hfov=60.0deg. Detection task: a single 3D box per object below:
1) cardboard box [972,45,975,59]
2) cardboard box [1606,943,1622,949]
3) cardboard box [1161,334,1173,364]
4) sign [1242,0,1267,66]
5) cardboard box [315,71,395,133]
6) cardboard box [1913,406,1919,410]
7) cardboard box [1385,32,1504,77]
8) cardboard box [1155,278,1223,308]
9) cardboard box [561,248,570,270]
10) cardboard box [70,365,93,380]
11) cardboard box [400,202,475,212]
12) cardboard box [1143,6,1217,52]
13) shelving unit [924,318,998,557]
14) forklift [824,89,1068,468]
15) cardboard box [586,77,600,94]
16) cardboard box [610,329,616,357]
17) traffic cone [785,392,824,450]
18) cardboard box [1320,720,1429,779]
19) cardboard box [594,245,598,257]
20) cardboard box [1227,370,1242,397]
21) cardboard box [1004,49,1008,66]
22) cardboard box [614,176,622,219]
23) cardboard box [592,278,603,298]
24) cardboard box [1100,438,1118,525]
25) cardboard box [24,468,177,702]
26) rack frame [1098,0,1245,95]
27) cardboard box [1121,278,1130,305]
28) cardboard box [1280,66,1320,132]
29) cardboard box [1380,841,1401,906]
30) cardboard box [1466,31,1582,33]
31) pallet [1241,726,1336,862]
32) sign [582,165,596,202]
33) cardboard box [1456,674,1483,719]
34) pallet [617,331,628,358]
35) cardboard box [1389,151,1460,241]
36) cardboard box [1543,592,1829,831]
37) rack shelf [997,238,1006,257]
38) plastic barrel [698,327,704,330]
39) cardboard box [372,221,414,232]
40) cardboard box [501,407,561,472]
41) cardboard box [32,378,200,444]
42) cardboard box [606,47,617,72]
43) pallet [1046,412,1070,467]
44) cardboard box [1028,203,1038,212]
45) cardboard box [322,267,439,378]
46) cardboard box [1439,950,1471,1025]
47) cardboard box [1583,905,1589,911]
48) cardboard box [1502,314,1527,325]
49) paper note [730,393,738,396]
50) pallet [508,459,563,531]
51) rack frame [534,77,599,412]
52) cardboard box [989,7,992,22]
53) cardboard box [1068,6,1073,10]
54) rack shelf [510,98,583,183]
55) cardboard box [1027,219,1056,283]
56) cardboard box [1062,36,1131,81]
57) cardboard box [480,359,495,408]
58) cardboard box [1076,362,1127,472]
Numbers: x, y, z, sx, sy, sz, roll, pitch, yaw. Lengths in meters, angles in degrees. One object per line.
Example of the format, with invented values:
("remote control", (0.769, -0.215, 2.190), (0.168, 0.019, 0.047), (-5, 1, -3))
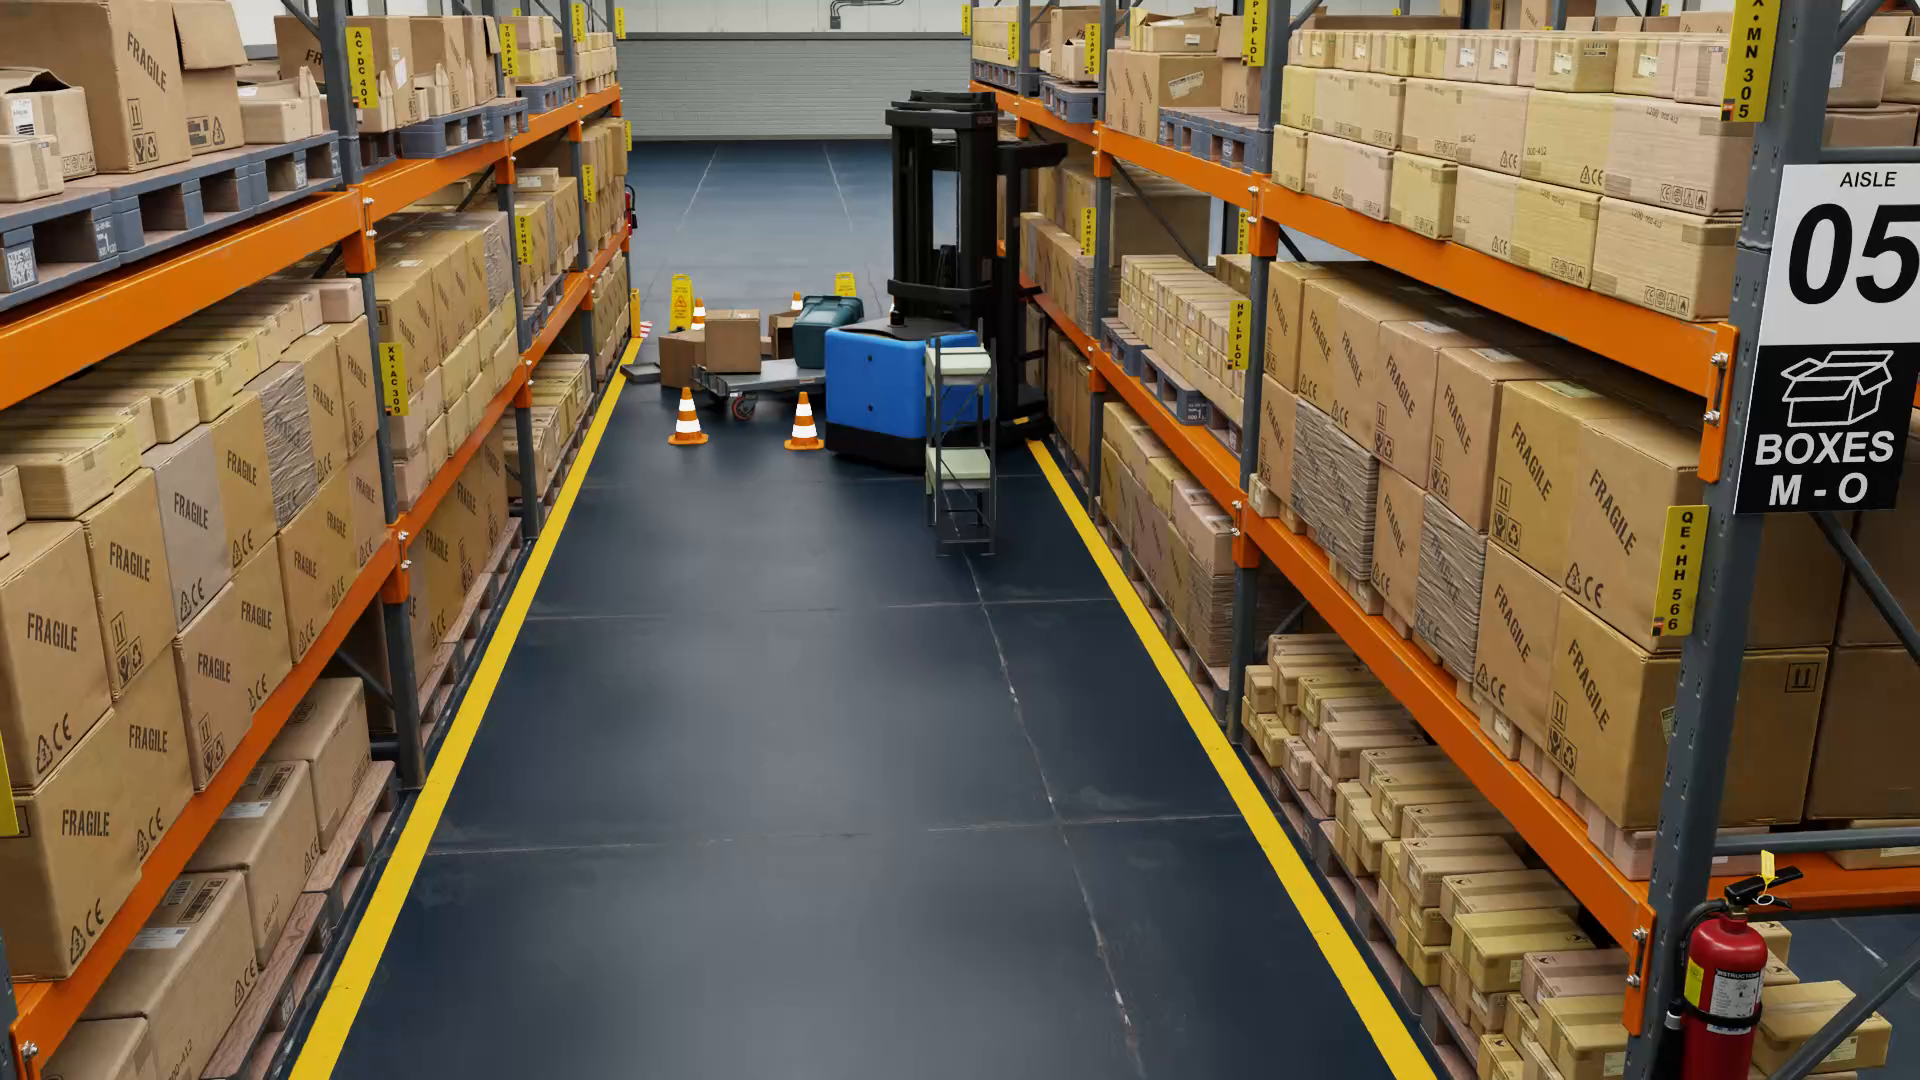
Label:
("cardboard box", (0.338, -5.447, 18.563), (0.380, 0.149, 0.250), (-2, 18, -5))
("cardboard box", (2.388, 1.468, 5.556), (0.380, 0.149, 0.250), (-2, 17, -5))
("cardboard box", (1.431, -1.162, 10.089), (0.380, 0.149, 0.250), (-2, 17, -5))
("sign", (1.308, -2.272, 7.377), (0.100, 0.325, 0.005), (-2, 18, -6))
("cardboard box", (-2.757, -1.969, 7.455), (0.396, 0.266, 0.258), (-2, 18, -6))
("cardboard box", (6.526, -0.454, 10.961), (1.225, 0.875, 0.875), (-2, 18, -5))
("cardboard box", (1.736, -1.725, 5.908), (0.380, 0.149, 0.250), (-1, 17, -3))
("cardboard box", (1.410, -1.524, 10.249), (0.380, 0.149, 0.250), (-1, 17, -3))
("cardboard box", (-3.449, -2.330, 13.809), (0.380, 0.149, 0.250), (-2, 18, -5))
("cardboard box", (-3.098, -0.595, 5.644), (0.380, 0.149, 0.250), (-2, 18, -6))
("cardboard box", (-3.907, -2.254, 12.484), (0.500, 0.500, 0.500), (-3, 18, -9))
("cardboard box", (1.333, -3.103, 10.100), (0.396, 0.266, 0.258), (-2, 18, -6))
("shelving unit", (-0.001, -0.718, 11.459), (0.431, 1.500, 0.755), (-2, 18, -6))
("forklift", (0.212, -2.339, 14.235), (1.130, 2.935, 3.031), (14, 22, 38))
("cardboard box", (-3.713, -4.423, 16.170), (0.380, 0.149, 0.250), (-2, 18, -7))
("cardboard box", (-3.795, -2.014, 16.974), (0.500, 0.250, 0.500), (-2, 18, -6))
("traffic cone", (-1.334, -1.033, 14.194), (0.336, 0.463, 0.334), (-2, 18, -6))
("cardboard box", (1.728, 0.874, 6.952), (0.380, 0.149, 0.250), (-1, 17, -4))
("cardboard box", (-3.719, -2.835, 16.120), (0.380, 0.149, 0.250), (-1, 17, -4))
("cardboard box", (1.594, -0.838, 8.559), (0.380, 0.149, 0.250), (-2, 18, -5))
("cardboard box", (0.624, -4.618, 15.922), (0.380, 0.149, 0.250), (-2, 17, -5))
("cardboard box", (-3.914, -3.704, 17.803), (0.500, 0.500, 0.500), (-2, 18, -6))
("cardboard box", (-3.624, -2.404, 15.881), (0.380, 0.149, 0.250), (-2, 17, -5))
("cardboard box", (1.266, -0.405, 11.432), (0.500, 0.500, 0.500), (-3, 18, -8))
("cardboard box", (-2.468, 0.120, 4.451), (0.500, 0.500, 0.500), (-2, 18, -7))
("rack frame", (1.447, -4.478, 10.919), (1.000, 3.000, 0.127), (-2, 18, -6))
("cardboard box", (1.297, -1.688, 11.269), (0.380, 0.149, 0.250), (-1, 17, -3))
("cardboard box", (1.670, -1.872, 7.039), (0.500, 0.250, 0.500), (-1, 17, -4))
("cardboard box", (1.804, 1.251, 6.246), (0.380, 0.149, 0.250), (-1, 17, -3))
("cardboard box", (2.178, -1.896, 6.451), (0.380, 0.149, 0.250), (-1, 17, -4))
("pallet", (1.964, 1.105, 7.805), (1.003, 0.211, 1.213), (-2, 18, -6))
("sign", (-3.327, -3.195, 14.915), (0.100, 0.325, 0.005), (-2, 18, -6))
("cardboard box", (1.881, 0.495, 5.513), (0.380, 0.149, 0.250), (-3, 18, -8))
("pallet", (-4.235, -2.220, 18.397), (1.003, 0.211, 1.213), (-2, 18, -6))
("cardboard box", (1.790, -1.177, 5.662), (0.500, 0.250, 0.500), (-1, 17, -3))
("cardboard box", (1.970, 0.452, 4.567), (0.500, 0.500, 0.500), (-1, 17, -5))
("rack shelf", (0.828, -3.061, 17.619), (1.077, 0.370, 4.000), (-2, 18, -6))
("plastic barrel", (-2.573, -2.019, 17.401), (0.512, 0.421, 0.421), (11, 21, 32))
("cardboard box", (-3.598, -1.656, 10.107), (0.500, 0.500, 0.500), (-2, 18, -5))
("cardboard box", (-3.599, -0.768, 12.801), (0.950, 0.372, 0.625), (-2, 18, -7))
("cardboard box", (-2.522, -0.385, 4.977), (0.380, 0.149, 0.250), (-2, 18, -5))
("cardboard box", (-3.971, -5.174, 17.896), (0.500, 0.250, 0.500), (-2, 18, -6))
("pallet", (1.318, -0.886, 14.146), (1.003, 0.211, 1.213), (-2, 18, -6))
("cardboard box", (0.984, -2.989, 15.940), (0.875, 0.550, 0.550), (-2, 18, -6))
("cardboard box", (-2.893, -1.057, 8.199), (0.500, 0.500, 0.500), (-2, 18, -6))
("cardboard box", (1.903, 1.549, 5.795), (0.380, 0.149, 0.250), (-2, 18, -5))
("cardboard box", (2.401, 1.248, 5.759), (0.380, 0.149, 0.250), (-3, 18, -8))
("cardboard box", (2.274, -0.653, 6.415), (0.500, 0.500, 0.500), (-1, 17, -4))
("paper note", (-2.237, -1.419, 16.146), (0.148, 0.019, 0.142), (-2, 18, -6))
("pallet", (-3.545, -0.336, 12.394), (1.003, 0.211, 1.213), (-2, 18, -6))
("rack frame", (-3.879, -2.625, 15.030), (1.000, 3.000, 0.127), (-2, 18, -6))
("cardboard box", (0.496, -5.375, 17.003), (0.380, 0.149, 0.250), (-2, 17, -5))
("cardboard box", (1.255, -5.094, 16.106), (0.380, 0.149, 0.250), (-2, 18, -7))
("rack shelf", (-3.673, -3.117, 12.791), (1.077, 0.370, 4.000), (-2, 18, -6))
("cardboard box", (0.874, -2.540, 14.594), (0.500, 0.500, 0.500), (-2, 18, -5))
("cardboard box", (1.041, -3.555, 12.266), (0.500, 0.311, 0.500), (-2, 18, -6))
("cardboard box", (-3.052, -0.917, 9.839), (0.500, 0.250, 0.500), (-2, 18, -6))
("cardboard box", (1.474, -0.927, 12.678), (1.050, 0.750, 0.750), (-2, 18, -6))
